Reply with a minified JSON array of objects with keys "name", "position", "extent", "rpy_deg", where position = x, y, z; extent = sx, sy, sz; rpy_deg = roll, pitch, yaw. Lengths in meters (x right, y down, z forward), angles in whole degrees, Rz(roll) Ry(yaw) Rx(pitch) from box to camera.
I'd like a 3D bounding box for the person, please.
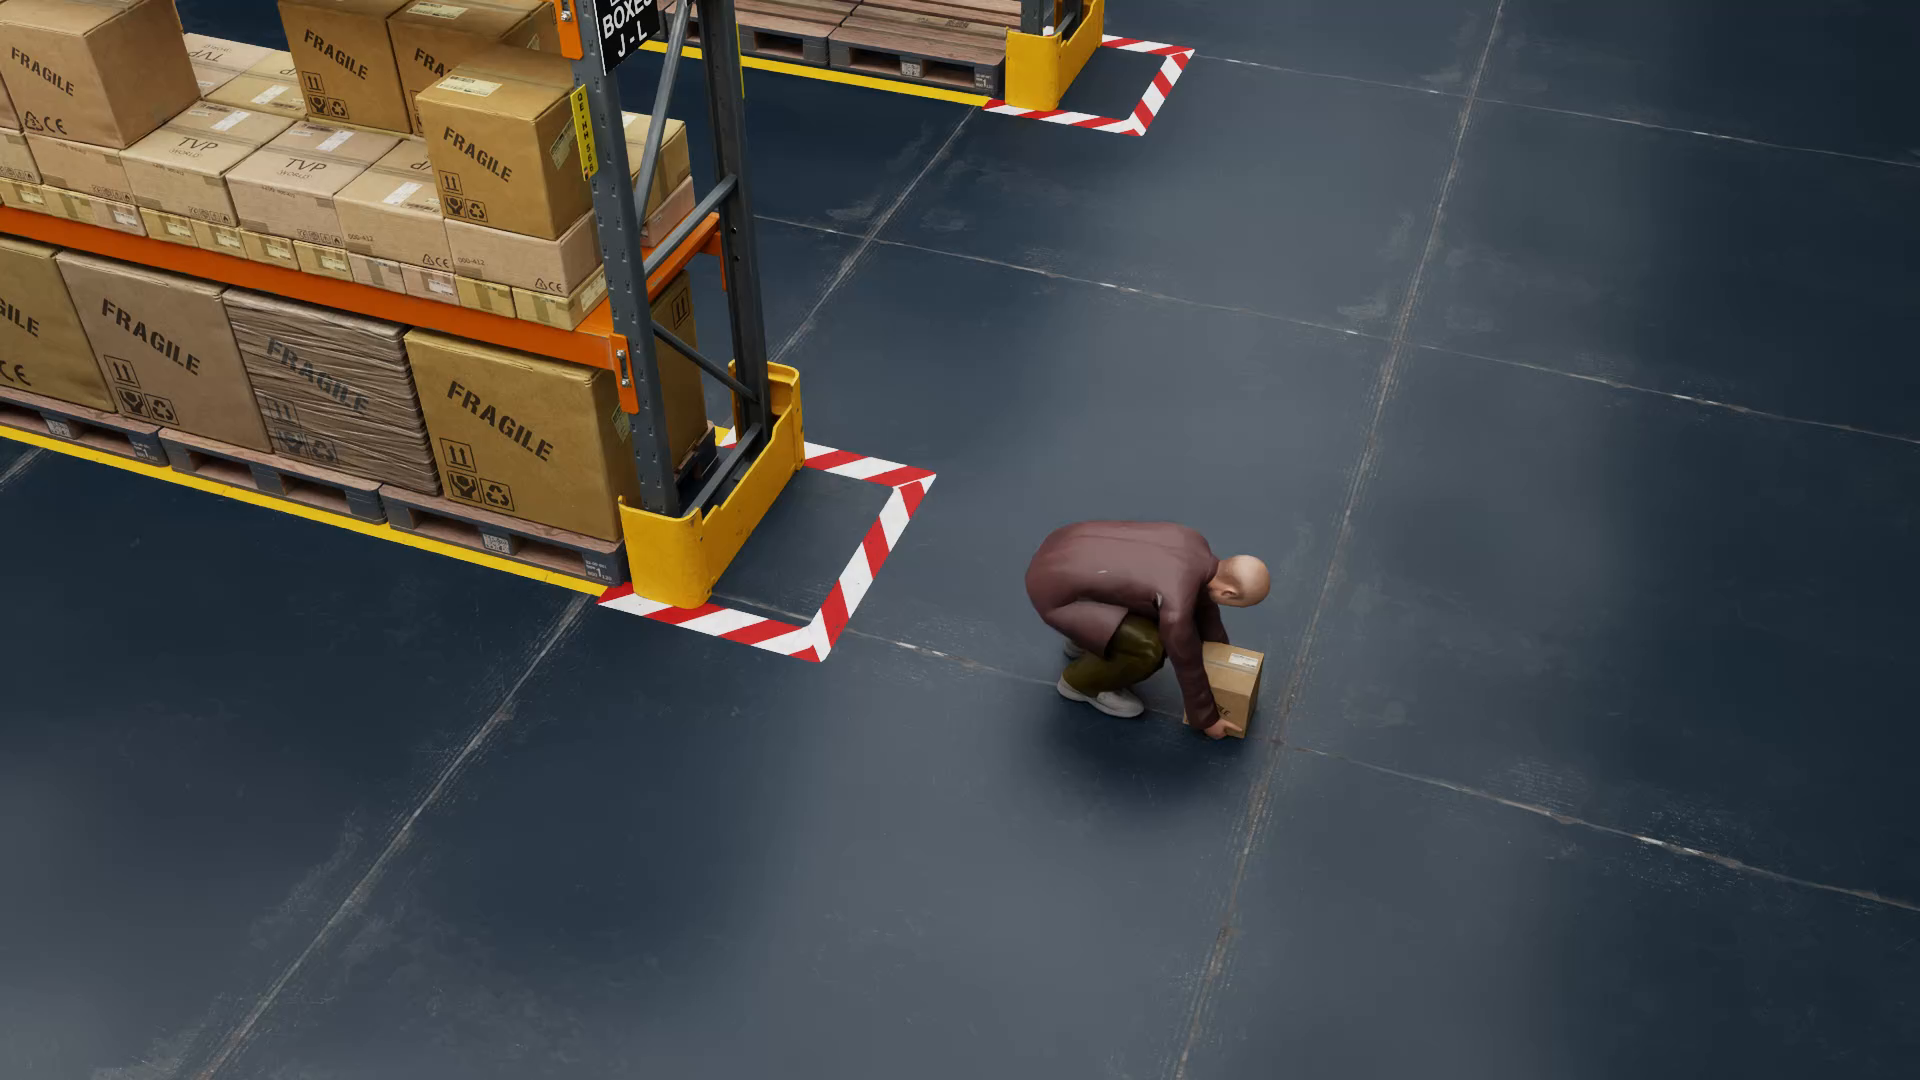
[{"name":"person","position":[0.719,0.315,6.572],"extent":[0.949,0.814,0.575],"rpy_deg":[12,42,14]}]
